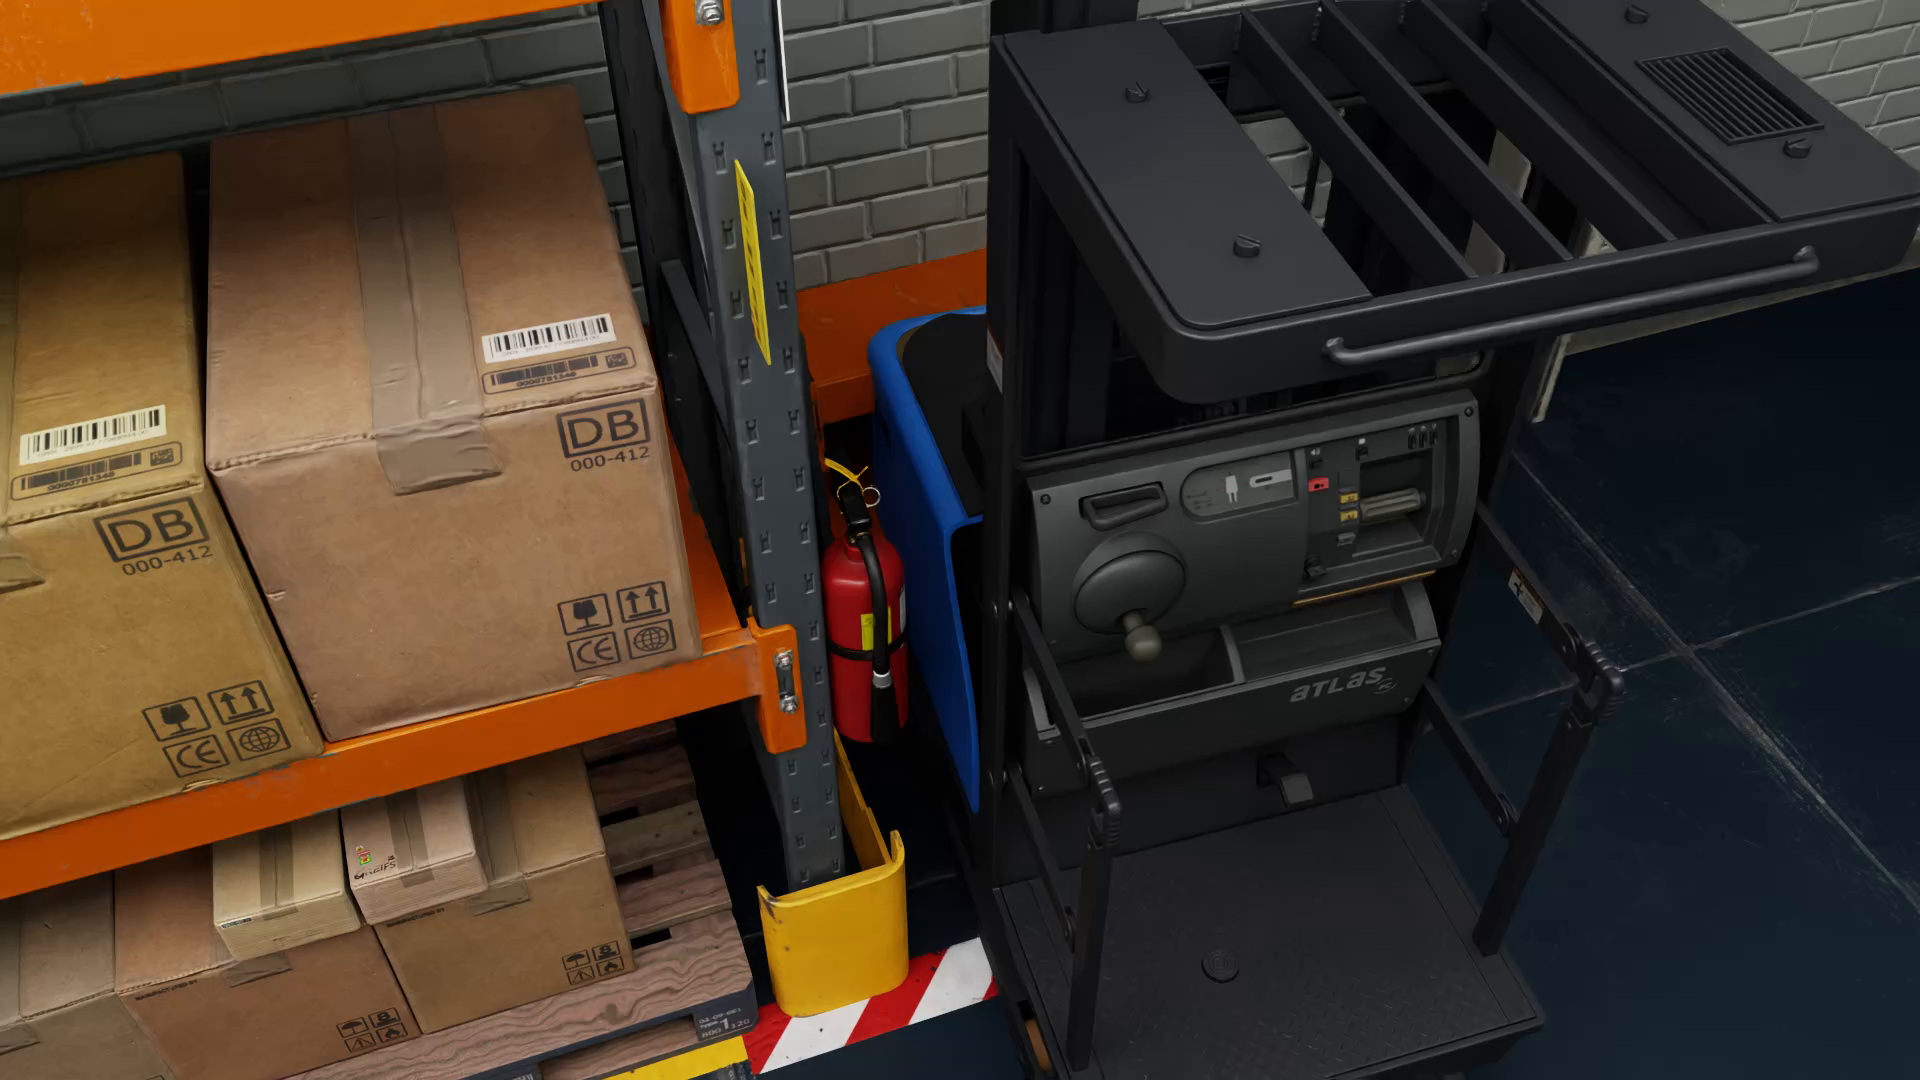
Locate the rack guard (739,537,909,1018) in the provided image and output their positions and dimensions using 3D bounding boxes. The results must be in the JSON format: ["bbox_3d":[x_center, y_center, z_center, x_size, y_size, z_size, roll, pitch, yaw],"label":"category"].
[{"bbox_3d":[-0.469,0.579,4.320,0.348,0.500,1.175,-14,47,-14],"label":"rack guard"}]

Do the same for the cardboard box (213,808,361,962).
[{"bbox_3d":[-1.415,0.657,3.488,0.250,0.149,0.380,-13,47,-13],"label":"cardboard box"}]

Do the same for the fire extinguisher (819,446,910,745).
[{"bbox_3d":[-0.193,0.132,3.318,0.183,0.674,0.296,-14,47,-14],"label":"fire extinguisher"}]

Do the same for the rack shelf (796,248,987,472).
[{"bbox_3d":[0.003,-0.566,4.585,1.000,0.278,0.538,-16,40,-14],"label":"rack shelf"}]

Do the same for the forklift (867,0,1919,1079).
[{"bbox_3d":[0.651,0.070,3.111,1.130,2.935,3.031,-12,46,-12],"label":"forklift"}]

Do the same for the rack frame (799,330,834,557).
[{"bbox_3d":[-0.452,-0.201,4.645,0.032,1.125,0.500,-16,40,-14],"label":"rack frame"}]

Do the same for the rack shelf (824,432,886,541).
[{"bbox_3d":[0.037,-0.148,4.921,1.000,0.278,0.538,-16,40,-14],"label":"rack shelf"}]

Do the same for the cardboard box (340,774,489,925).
[{"bbox_3d":[-1.175,0.595,3.550,0.250,0.149,0.380,-15,47,-14],"label":"cardboard box"}]

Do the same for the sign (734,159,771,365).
[{"bbox_3d":[-0.320,-0.425,2.571,0.005,0.325,0.100,-14,47,-14],"label":"sign"}]

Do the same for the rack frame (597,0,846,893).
[{"bbox_3d":[-0.492,-0.298,3.429,0.127,3.000,1.000,-14,47,-14],"label":"rack frame"}]

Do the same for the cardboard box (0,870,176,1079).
[{"bbox_3d":[-2.060,0.913,3.690,0.500,0.500,0.700,-16,47,-15],"label":"cardboard box"}]

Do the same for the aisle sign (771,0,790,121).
[{"bbox_3d":[-0.322,-1.033,2.326,0.004,0.787,0.394,-14,47,-14],"label":"aisle sign"}]

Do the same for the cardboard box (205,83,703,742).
[{"bbox_3d":[-0.968,-0.274,3.194,0.700,0.700,0.980,-12,46,-12],"label":"cardboard box"}]

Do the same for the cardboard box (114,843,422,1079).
[{"bbox_3d":[-1.587,0.792,3.811,0.500,0.500,0.700,-14,47,-14],"label":"cardboard box"}]

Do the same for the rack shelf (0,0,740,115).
[{"bbox_3d":[-2.373,-0.622,2.142,4.000,0.370,1.077,-14,47,-14],"label":"rack shelf"}]

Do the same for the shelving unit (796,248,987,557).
[{"bbox_3d":[0.022,-0.339,4.768,1.048,1.125,0.538,-16,40,-14],"label":"shelving unit"}]

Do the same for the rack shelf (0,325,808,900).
[{"bbox_3d":[-2.373,0.437,3.204,4.000,0.370,1.077,-14,47,-14],"label":"rack shelf"}]

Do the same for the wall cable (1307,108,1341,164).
[{"bbox_3d":[0.392,-1.594,4.004,1.851,1.984,0.084,-14,47,-14],"label":"wall cable"}]

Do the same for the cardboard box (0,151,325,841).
[{"bbox_3d":[-1.648,-0.092,3.012,0.700,0.700,0.980,-15,47,-14],"label":"cardboard box"}]

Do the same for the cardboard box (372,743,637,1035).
[{"bbox_3d":[-1.116,0.671,3.931,0.500,0.500,0.700,-14,47,-14],"label":"cardboard box"}]

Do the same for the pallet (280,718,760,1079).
[{"bbox_3d":[-1.217,0.931,4.173,1.213,0.211,1.003,-14,47,-14],"label":"pallet"}]
